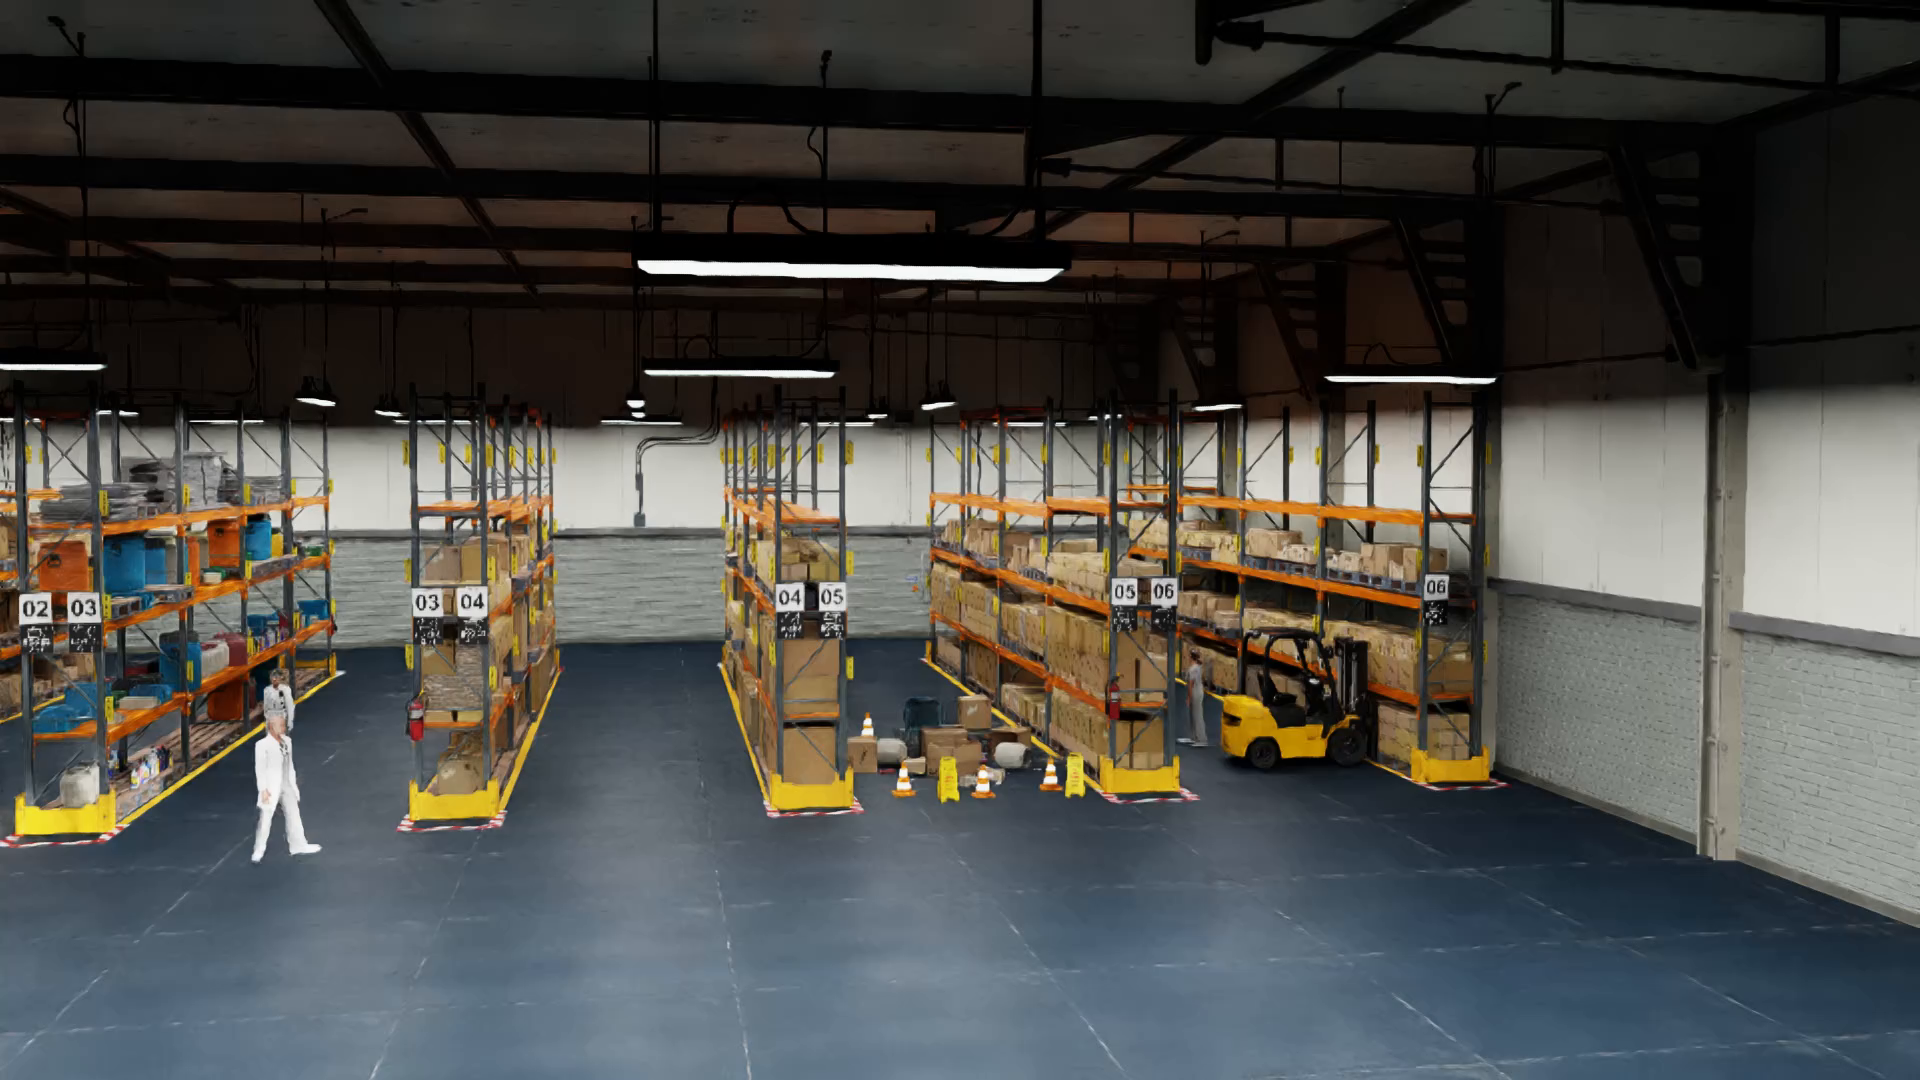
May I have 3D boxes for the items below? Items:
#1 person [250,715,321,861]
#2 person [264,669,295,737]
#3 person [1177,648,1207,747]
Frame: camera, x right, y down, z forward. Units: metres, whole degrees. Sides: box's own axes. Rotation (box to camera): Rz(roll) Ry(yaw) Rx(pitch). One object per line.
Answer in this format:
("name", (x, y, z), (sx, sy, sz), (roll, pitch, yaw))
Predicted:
("person", (-8.441, 3.051, 20.636), (0.579, 1.774, 0.766), (1, 3, 25))
("person", (-10.814, 2.842, 26.407), (0.500, 1.625, 0.997), (-1, 3, -12))
("person", (4.016, 2.695, 28.680), (0.569, 1.665, 0.537), (1, 3, 21))
